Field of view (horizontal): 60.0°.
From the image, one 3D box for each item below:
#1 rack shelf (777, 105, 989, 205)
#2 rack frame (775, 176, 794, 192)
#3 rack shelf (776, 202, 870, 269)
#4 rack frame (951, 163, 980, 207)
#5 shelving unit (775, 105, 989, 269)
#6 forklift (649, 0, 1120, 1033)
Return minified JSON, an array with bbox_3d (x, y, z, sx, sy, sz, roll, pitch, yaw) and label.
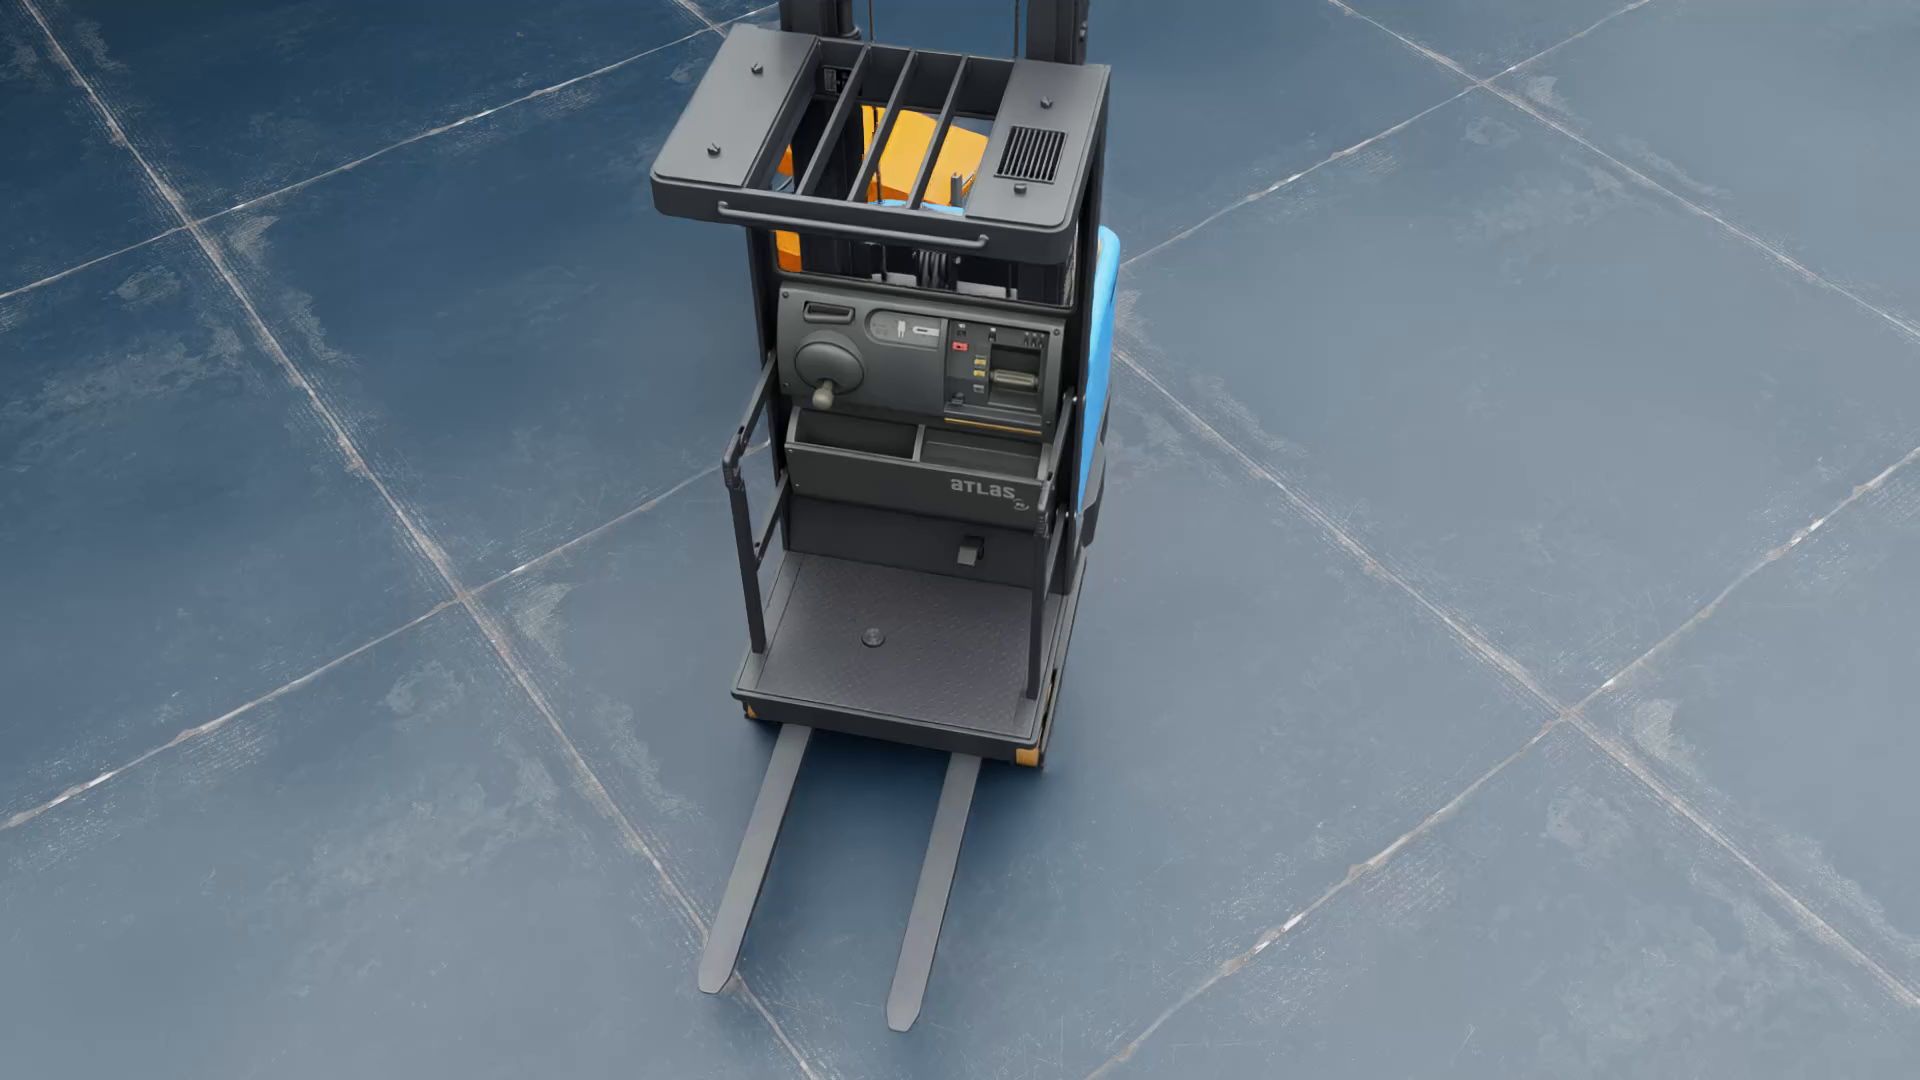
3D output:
[{"bbox_3d":[-0.344,-1.590,7.036,1.000,0.278,0.538,23,52,19],"label":"rack shelf"},{"bbox_3d":[-0.786,-1.579,7.421,0.032,1.125,0.500,23,52,19],"label":"rack frame"},{"bbox_3d":[-0.344,-1.230,7.434,1.000,0.278,0.538,23,52,19],"label":"rack shelf"},{"bbox_3d":[0.099,-1.209,7.085,0.032,1.125,0.500,23,52,19],"label":"rack frame"},{"bbox_3d":[-0.344,-1.394,7.253,1.048,1.125,0.538,23,52,19],"label":"shelving unit"},{"bbox_3d":[-0.175,-0.477,5.203,1.130,2.935,3.031,9,48,8],"label":"forklift"}]
